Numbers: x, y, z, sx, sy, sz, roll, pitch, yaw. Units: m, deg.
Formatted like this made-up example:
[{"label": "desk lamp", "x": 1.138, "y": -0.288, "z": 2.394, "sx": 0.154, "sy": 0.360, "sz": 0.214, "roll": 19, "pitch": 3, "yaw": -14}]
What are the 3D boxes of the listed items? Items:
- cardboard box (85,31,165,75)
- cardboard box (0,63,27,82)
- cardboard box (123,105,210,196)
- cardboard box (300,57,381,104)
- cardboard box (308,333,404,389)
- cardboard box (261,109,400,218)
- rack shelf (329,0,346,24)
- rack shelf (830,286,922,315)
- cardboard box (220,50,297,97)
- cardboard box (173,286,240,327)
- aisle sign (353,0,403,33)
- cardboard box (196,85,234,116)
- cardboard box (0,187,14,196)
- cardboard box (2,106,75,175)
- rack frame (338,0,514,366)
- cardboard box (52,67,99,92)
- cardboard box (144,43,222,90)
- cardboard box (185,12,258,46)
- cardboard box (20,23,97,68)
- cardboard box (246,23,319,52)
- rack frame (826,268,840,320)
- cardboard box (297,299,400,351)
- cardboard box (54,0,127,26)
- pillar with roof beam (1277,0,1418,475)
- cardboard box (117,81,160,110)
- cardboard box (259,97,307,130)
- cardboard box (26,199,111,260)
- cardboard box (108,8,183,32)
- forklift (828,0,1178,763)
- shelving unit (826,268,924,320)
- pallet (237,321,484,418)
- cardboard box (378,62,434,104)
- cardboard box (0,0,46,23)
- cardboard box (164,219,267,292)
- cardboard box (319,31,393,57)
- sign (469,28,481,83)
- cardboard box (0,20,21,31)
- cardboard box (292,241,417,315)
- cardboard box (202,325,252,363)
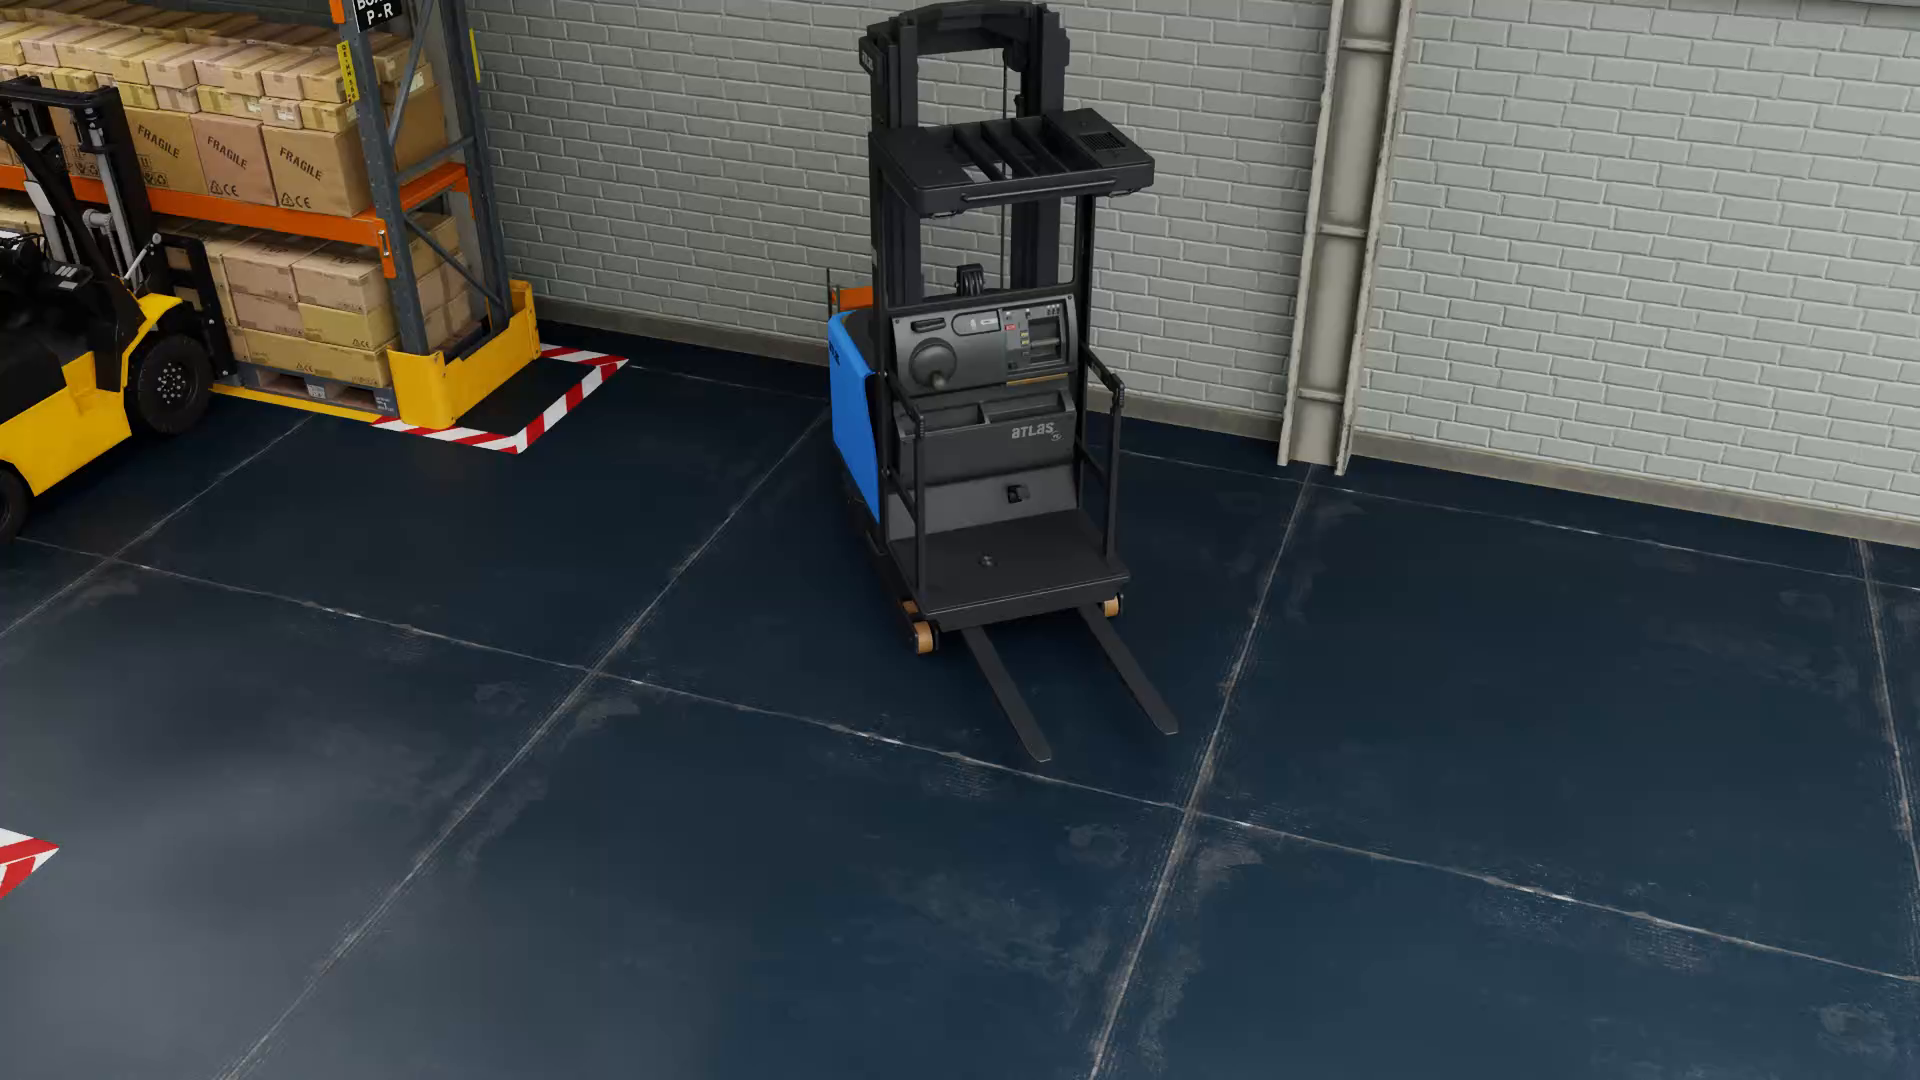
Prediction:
[{"label": "cardboard box", "x": -5.025, "y": -2.940, "z": 10.041, "sx": 0.250, "sy": 0.149, "sz": 0.380, "roll": 12, "pitch": 35, "yaw": 17}, {"label": "cardboard box", "x": -5.772, "y": -2.906, "z": 10.264, "sx": 0.250, "sy": 0.149, "sz": 0.380, "roll": 11, "pitch": 34, "yaw": 16}, {"label": "cardboard box", "x": -4.690, "y": -2.456, "z": 10.164, "sx": 0.500, "sy": 0.500, "sz": 0.500, "roll": 10, "pitch": 34, "yaw": 16}, {"label": "cardboard box", "x": -3.579, "y": -2.662, "z": 9.611, "sx": 0.250, "sy": 0.149, "sz": 0.380, "roll": 11, "pitch": 34, "yaw": 17}, {"label": "cardboard box", "x": -3.719, "y": -1.210, "z": 10.475, "sx": 0.500, "sy": 0.250, "sz": 0.500, "roll": 11, "pitch": 35, "yaw": 17}, {"label": "cardboard box", "x": -3.722, "y": -2.262, "z": 9.865, "sx": 0.500, "sy": 0.500, "sz": 0.500, "roll": 10, "pitch": 34, "yaw": 15}, {"label": "rack shelf", "x": -5.053, "y": -3.588, "z": 9.908, "sx": 4.000, "sy": 0.370, "sz": 1.077, "roll": 11, "pitch": 34, "yaw": 16}, {"label": "rack shelf", "x": -0.479, "y": -1.339, "z": 9.461, "sx": 0.480, "sy": 0.148, "sz": 0.258, "roll": -10, "pitch": 34, "yaw": -16}, {"label": "cardboard box", "x": -4.077, "y": -2.725, "z": 9.709, "sx": 0.250, "sy": 0.149, "sz": 0.380, "roll": 12, "pitch": 35, "yaw": 18}, {"label": "cardboard box", "x": -4.696, "y": -1.606, "z": 10.627, "sx": 0.500, "sy": 0.250, "sz": 0.500, "roll": 10, "pitch": 34, "yaw": 15}, {"label": "aisle sign", "x": -3.208, "y": -3.195, "z": 9.004, "sx": 0.004, "sy": 0.787, "sz": 0.394, "roll": 11, "pitch": 34, "yaw": 16}, {"label": "cardboard box", "x": -4.295, "y": -2.661, "z": 9.884, "sx": 0.250, "sy": 0.149, "sz": 0.380, "roll": 11, "pitch": 34, "yaw": 16}, {"label": "cardboard box", "x": -6.586, "y": -2.189, "z": 11.069, "sx": 0.500, "sy": 0.250, "sz": 0.500, "roll": 10, "pitch": 34, "yaw": 16}, {"label": "cardboard box", "x": -5.633, "y": -2.645, "z": 10.457, "sx": 0.500, "sy": 0.500, "sz": 0.500, "roll": 11, "pitch": 34, "yaw": 16}, {"label": "rack frame", "x": -3.170, "y": -2.264, "z": 9.960, "sx": 0.127, "sy": 3.000, "sz": 1.000, "roll": 11, "pitch": 34, "yaw": 16}, {"label": "cardboard box", "x": -5.276, "y": -2.825, "z": 10.138, "sx": 0.250, "sy": 0.149, "sz": 0.380, "roll": 10, "pitch": 34, "yaw": 15}, {"label": "cardboard box", "x": -4.569, "y": -2.800, "z": 9.825, "sx": 0.250, "sy": 0.149, "sz": 0.380, "roll": 12, "pitch": 35, "yaw": 18}, {"label": "cardboard box", "x": -4.601, "y": -3.167, "z": 10.394, "sx": 0.250, "sy": 0.149, "sz": 0.380, "roll": 10, "pitch": 34, "yaw": 15}, {"label": "cardboard box", "x": -5.497, "y": -3.031, "z": 10.182, "sx": 0.250, "sy": 0.149, "sz": 0.380, "roll": 11, "pitch": 34, "yaw": 16}, {"label": "cardboard box", "x": -4.131, "y": -3.034, "z": 10.187, "sx": 0.250, "sy": 0.149, "sz": 0.380, "roll": 11, "pitch": 35, "yaw": 17}, {"label": "rack frame", "x": -0.711, "y": -0.967, "z": 9.609, "sx": 0.015, "sy": 1.200, "sz": 0.240, "roll": -10, "pitch": 34, "yaw": -16}, {"label": "cardboard box", "x": -3.734, "y": -1.425, "z": 10.347, "sx": 0.500, "sy": 0.250, "sz": 0.500, "roll": 11, "pitch": 34, "yaw": 16}, {"label": "cardboard box", "x": -5.563, "y": -3.352, "z": 10.679, "sx": 0.250, "sy": 0.149, "sz": 0.380, "roll": 10, "pitch": 34, "yaw": 16}, {"label": "pillar with roof beam", "x": 0.674, "y": -2.076, "z": 4.138, "sx": 0.400, "sy": 9.000, "sz": 9.100, "roll": 11, "pitch": 34, "yaw": 16}, {"label": "cardboard box", "x": -4.807, "y": -2.722, "z": 9.978, "sx": 0.250, "sy": 0.149, "sz": 0.380, "roll": 11, "pitch": 35, "yaw": 17}, {"label": "cardboard box", "x": -3.842, "y": -2.531, "z": 9.682, "sx": 0.250, "sy": 0.149, "sz": 0.380, "roll": 12, "pitch": 35, "yaw": 17}, {"label": "cardboard box", "x": -5.636, "y": -2.005, "z": 10.784, "sx": 0.500, "sy": 0.250, "sz": 0.500, "roll": 12, "pitch": 35, "yaw": 18}, {"label": "cardboard box", "x": -5.111, "y": -3.219, "z": 10.473, "sx": 0.250, "sy": 0.149, "sz": 0.380, "roll": 12, "pitch": 35, "yaw": 18}, {"label": "forklift", "x": 0.195, "y": -0.906, "z": 7.919, "sx": 1.130, "sy": 2.935, "sz": 3.031, "roll": -10, "pitch": 34, "yaw": -15}, {"label": "shelving unit", "x": -0.479, "y": -1.009, "z": 9.674, "sx": 0.503, "sy": 1.200, "sz": 0.258, "roll": -10, "pitch": 34, "yaw": -16}, {"label": "pallet", "x": -3.904, "y": -1.212, "z": 10.900, "sx": 1.213, "sy": 0.211, "sz": 1.003, "roll": 11, "pitch": 34, "yaw": 16}, {"label": "cardboard box", "x": -3.402, "y": -2.774, "z": 10.058, "sx": 0.250, "sy": 0.149, "sz": 0.380, "roll": 10, "pitch": 34, "yaw": 15}, {"label": "cardboard box", "x": -6.058, "y": -3.423, "z": 10.790, "sx": 0.250, "sy": 0.149, "sz": 0.380, "roll": 11, "pitch": 34, "yaw": 16}, {"label": "cardboard box", "x": -4.670, "y": -1.809, "z": 10.480, "sx": 0.500, "sy": 0.250, "sz": 0.500, "roll": 11, "pitch": 35, "yaw": 17}, {"label": "cardboard box", "x": -3.644, "y": -2.955, "z": 10.065, "sx": 0.250, "sy": 0.149, "sz": 0.380, "roll": 12, "pitch": 35, "yaw": 18}, {"label": "sign", "x": -2.978, "y": -2.944, "z": 10.141, "sx": 0.005, "sy": 0.325, "sz": 0.100, "roll": 11, "pitch": 34, "yaw": 16}, {"label": "cardboard box", "x": -6.008, "y": -3.083, "z": 10.263, "sx": 0.250, "sy": 0.149, "sz": 0.380, "roll": 12, "pitch": 35, "yaw": 18}, {"label": "cardboard box", "x": -3.709, "y": -1.631, "z": 10.204, "sx": 0.500, "sy": 0.250, "sz": 0.500, "roll": 12, "pitch": 35, "yaw": 18}, {"label": "cardboard box", "x": -4.652, "y": -1.402, "z": 10.773, "sx": 0.500, "sy": 0.250, "sz": 0.500, "roll": 11, "pitch": 35, "yaw": 17}]
